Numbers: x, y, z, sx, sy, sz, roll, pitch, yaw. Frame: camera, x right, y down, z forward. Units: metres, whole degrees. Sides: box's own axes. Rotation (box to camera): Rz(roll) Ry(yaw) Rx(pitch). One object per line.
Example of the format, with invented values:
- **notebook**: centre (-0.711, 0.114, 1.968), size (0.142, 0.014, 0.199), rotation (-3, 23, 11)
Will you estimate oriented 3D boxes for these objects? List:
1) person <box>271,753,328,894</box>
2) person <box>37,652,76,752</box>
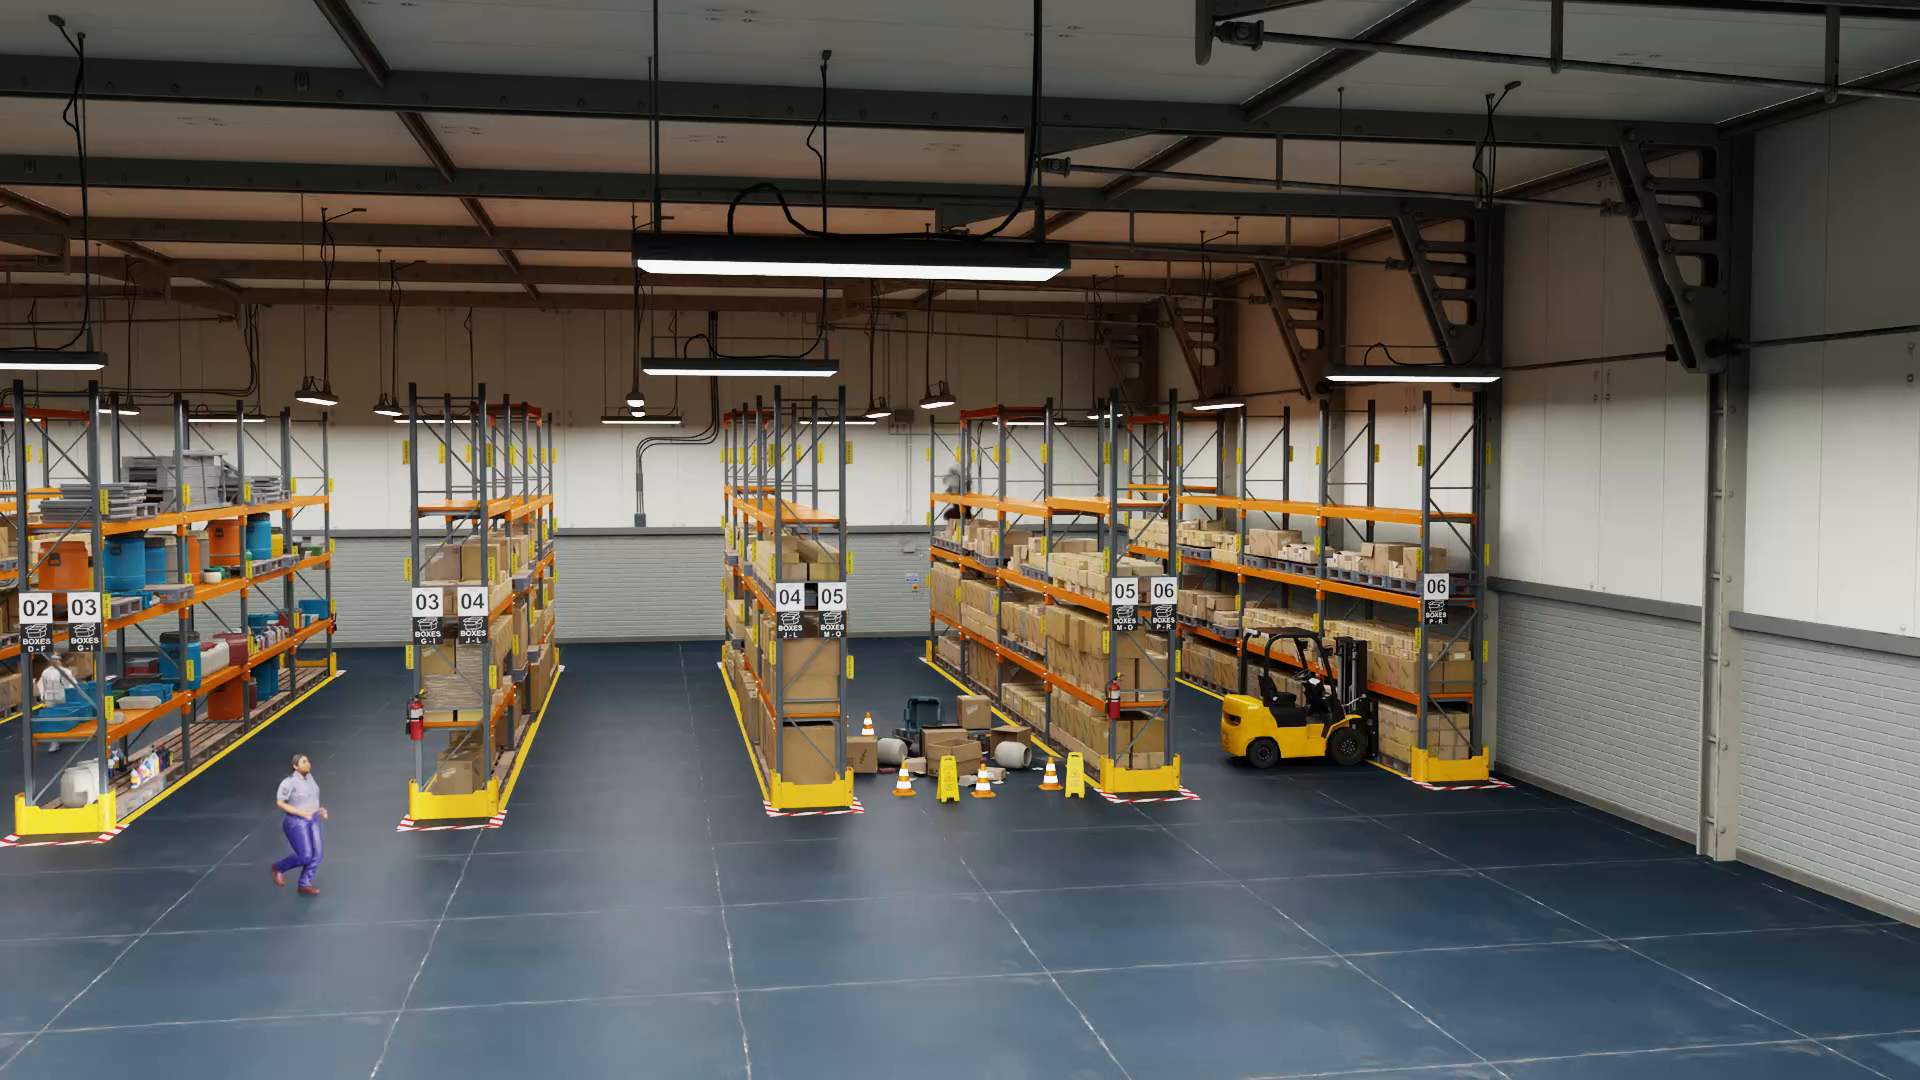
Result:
- **person**: centre (-7.556, 3.242, 19.019), size (0.576, 1.587, 0.589), rotation (1, 3, 17)
- **person**: centre (-15.403, 2.726, 28.338), size (0.646, 1.664, 0.838), rotation (-1, 3, -12)
